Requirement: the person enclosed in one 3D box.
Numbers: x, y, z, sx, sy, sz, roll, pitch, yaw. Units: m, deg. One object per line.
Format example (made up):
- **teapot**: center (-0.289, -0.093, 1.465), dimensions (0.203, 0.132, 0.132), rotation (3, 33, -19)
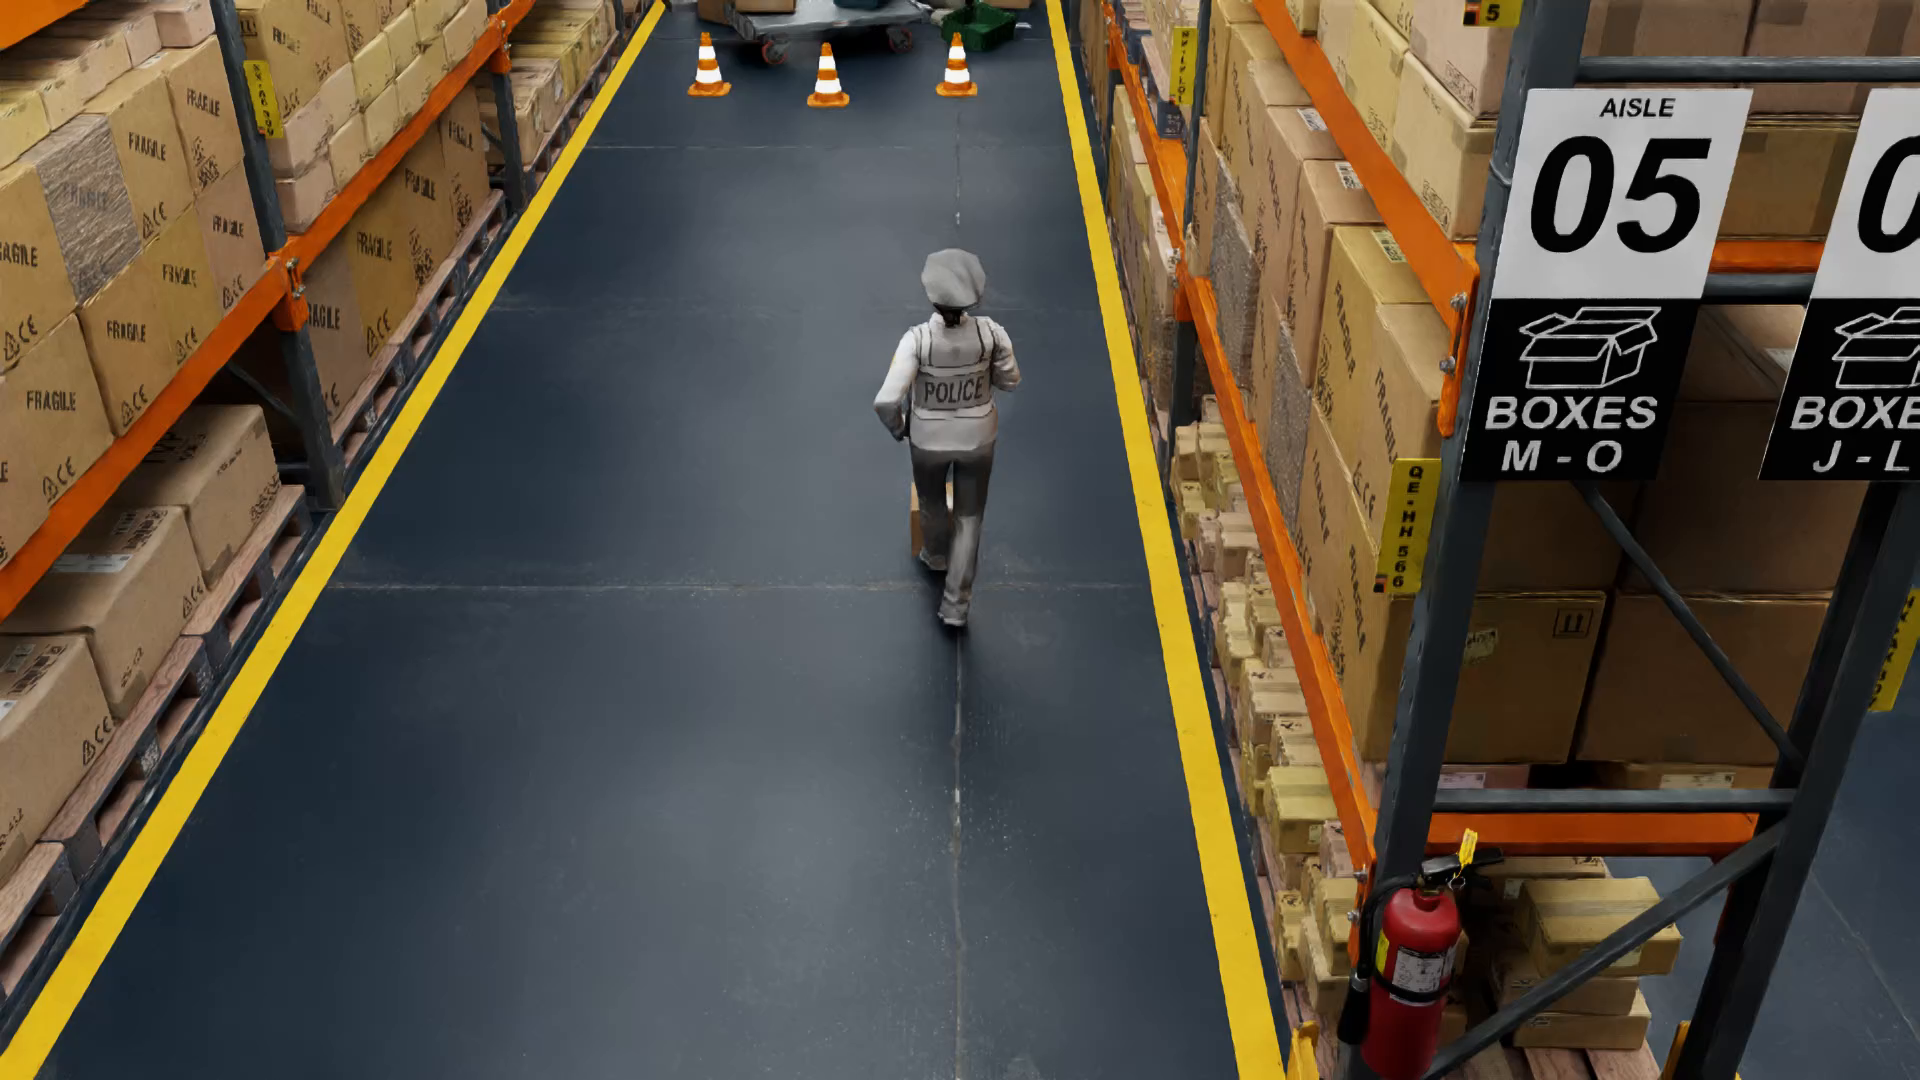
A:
- **person**: center (-0.041, -0.467, 6.867), dimensions (0.574, 1.685, 0.796), rotation (0, 32, 1)
